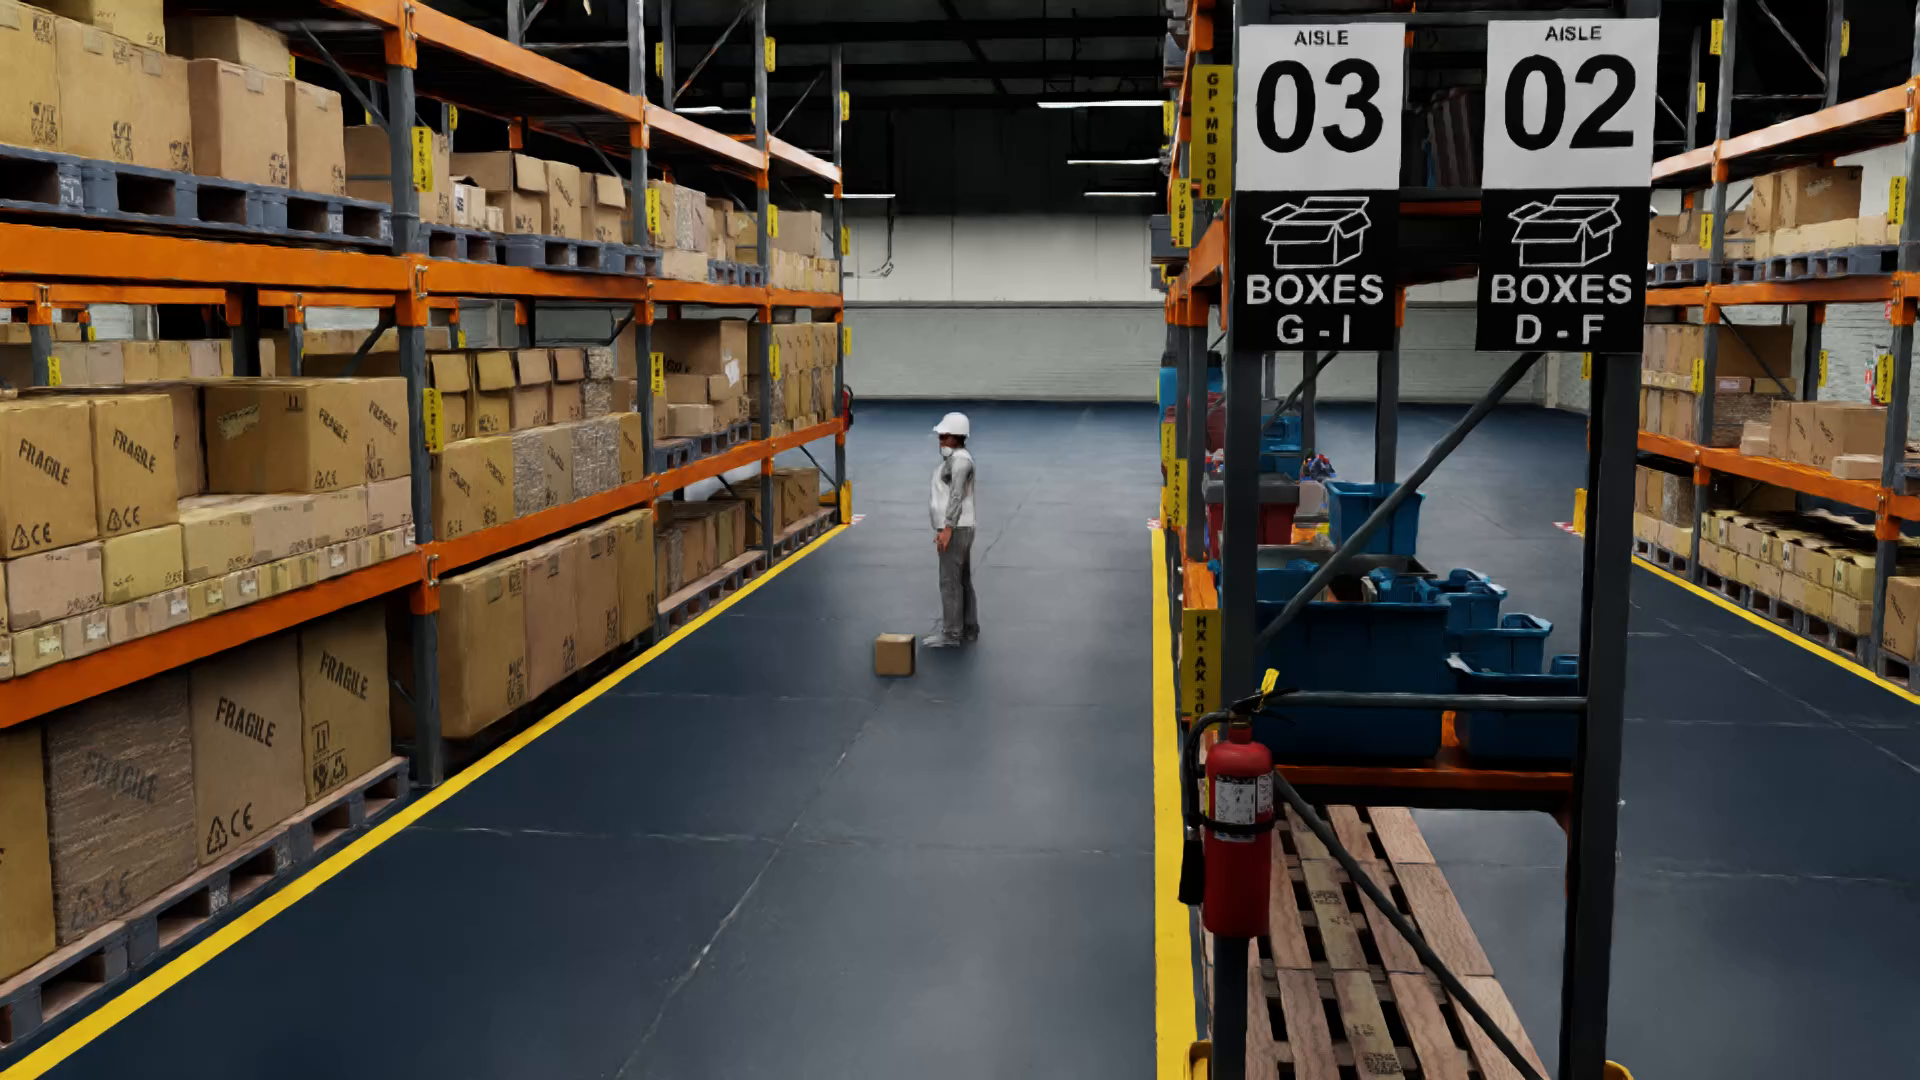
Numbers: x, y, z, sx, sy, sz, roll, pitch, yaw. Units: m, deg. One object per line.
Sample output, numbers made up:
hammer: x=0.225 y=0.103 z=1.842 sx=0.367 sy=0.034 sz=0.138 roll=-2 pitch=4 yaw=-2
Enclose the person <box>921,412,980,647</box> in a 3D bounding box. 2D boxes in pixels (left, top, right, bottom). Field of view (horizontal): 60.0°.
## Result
person: x=-0.072 y=-0.079 z=12.669 sx=0.441 sy=1.772 sz=0.647 roll=0 pitch=8 yaw=1
